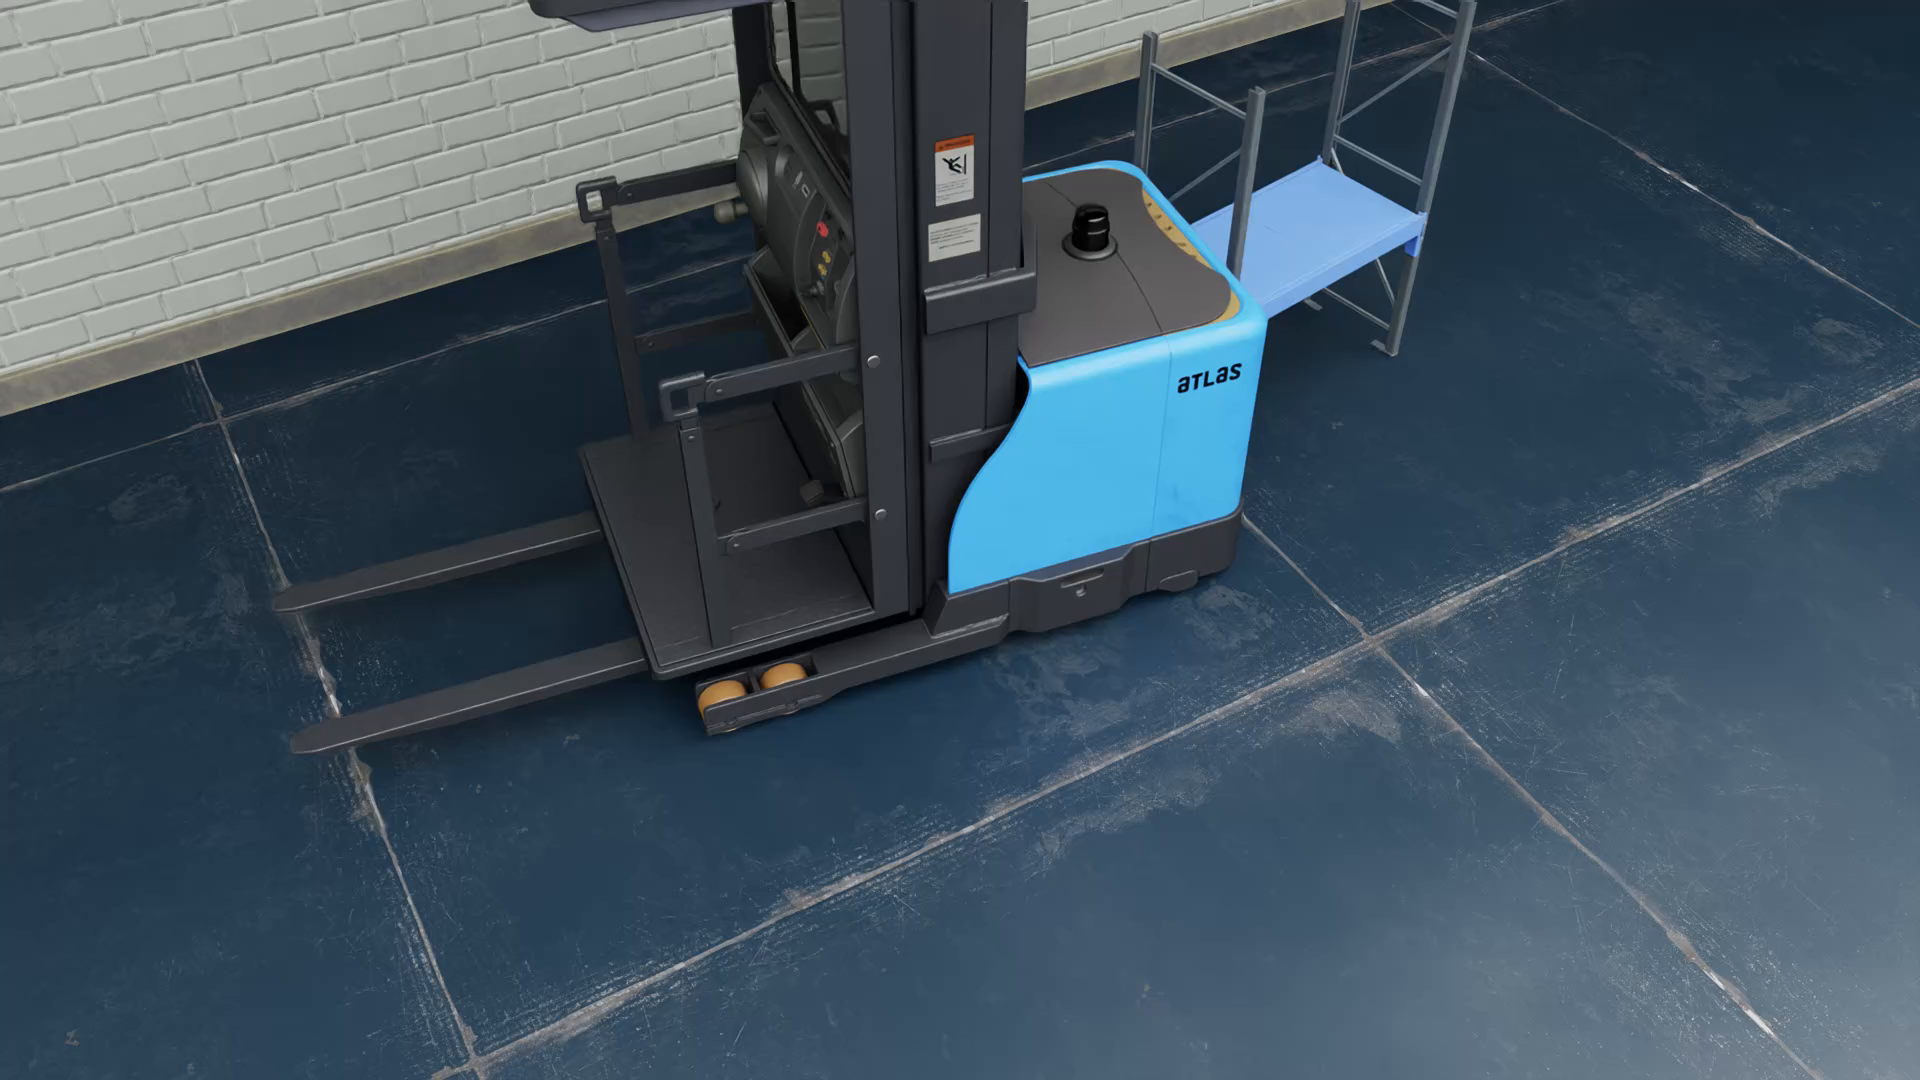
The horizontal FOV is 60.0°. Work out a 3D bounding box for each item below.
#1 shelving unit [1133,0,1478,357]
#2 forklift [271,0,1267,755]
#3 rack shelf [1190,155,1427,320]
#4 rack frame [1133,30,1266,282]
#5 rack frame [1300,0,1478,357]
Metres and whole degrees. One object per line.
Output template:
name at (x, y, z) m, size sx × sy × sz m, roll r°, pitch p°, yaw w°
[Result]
shelving unit at (1.142, -1.162, 5.867) m, size 1.048 × 1.500 × 0.538 m, roll -30°, pitch 52°, yaw -27°
forklift at (-0.641, -0.876, 4.549) m, size 3.031 × 2.935 × 1.130 m, roll -15°, pitch 46°, yaw -15°
rack shelf at (1.143, -1.033, 5.993) m, size 1.000 × 0.185 × 0.538 m, roll -30°, pitch 52°, yaw -27°
rack frame at (0.750, -0.935, 5.637) m, size 0.032 × 1.500 × 0.500 m, roll -30°, pitch 52°, yaw -27°
rack frame at (1.534, -1.389, 6.098) m, size 0.032 × 1.500 × 0.500 m, roll -30°, pitch 52°, yaw -27°
